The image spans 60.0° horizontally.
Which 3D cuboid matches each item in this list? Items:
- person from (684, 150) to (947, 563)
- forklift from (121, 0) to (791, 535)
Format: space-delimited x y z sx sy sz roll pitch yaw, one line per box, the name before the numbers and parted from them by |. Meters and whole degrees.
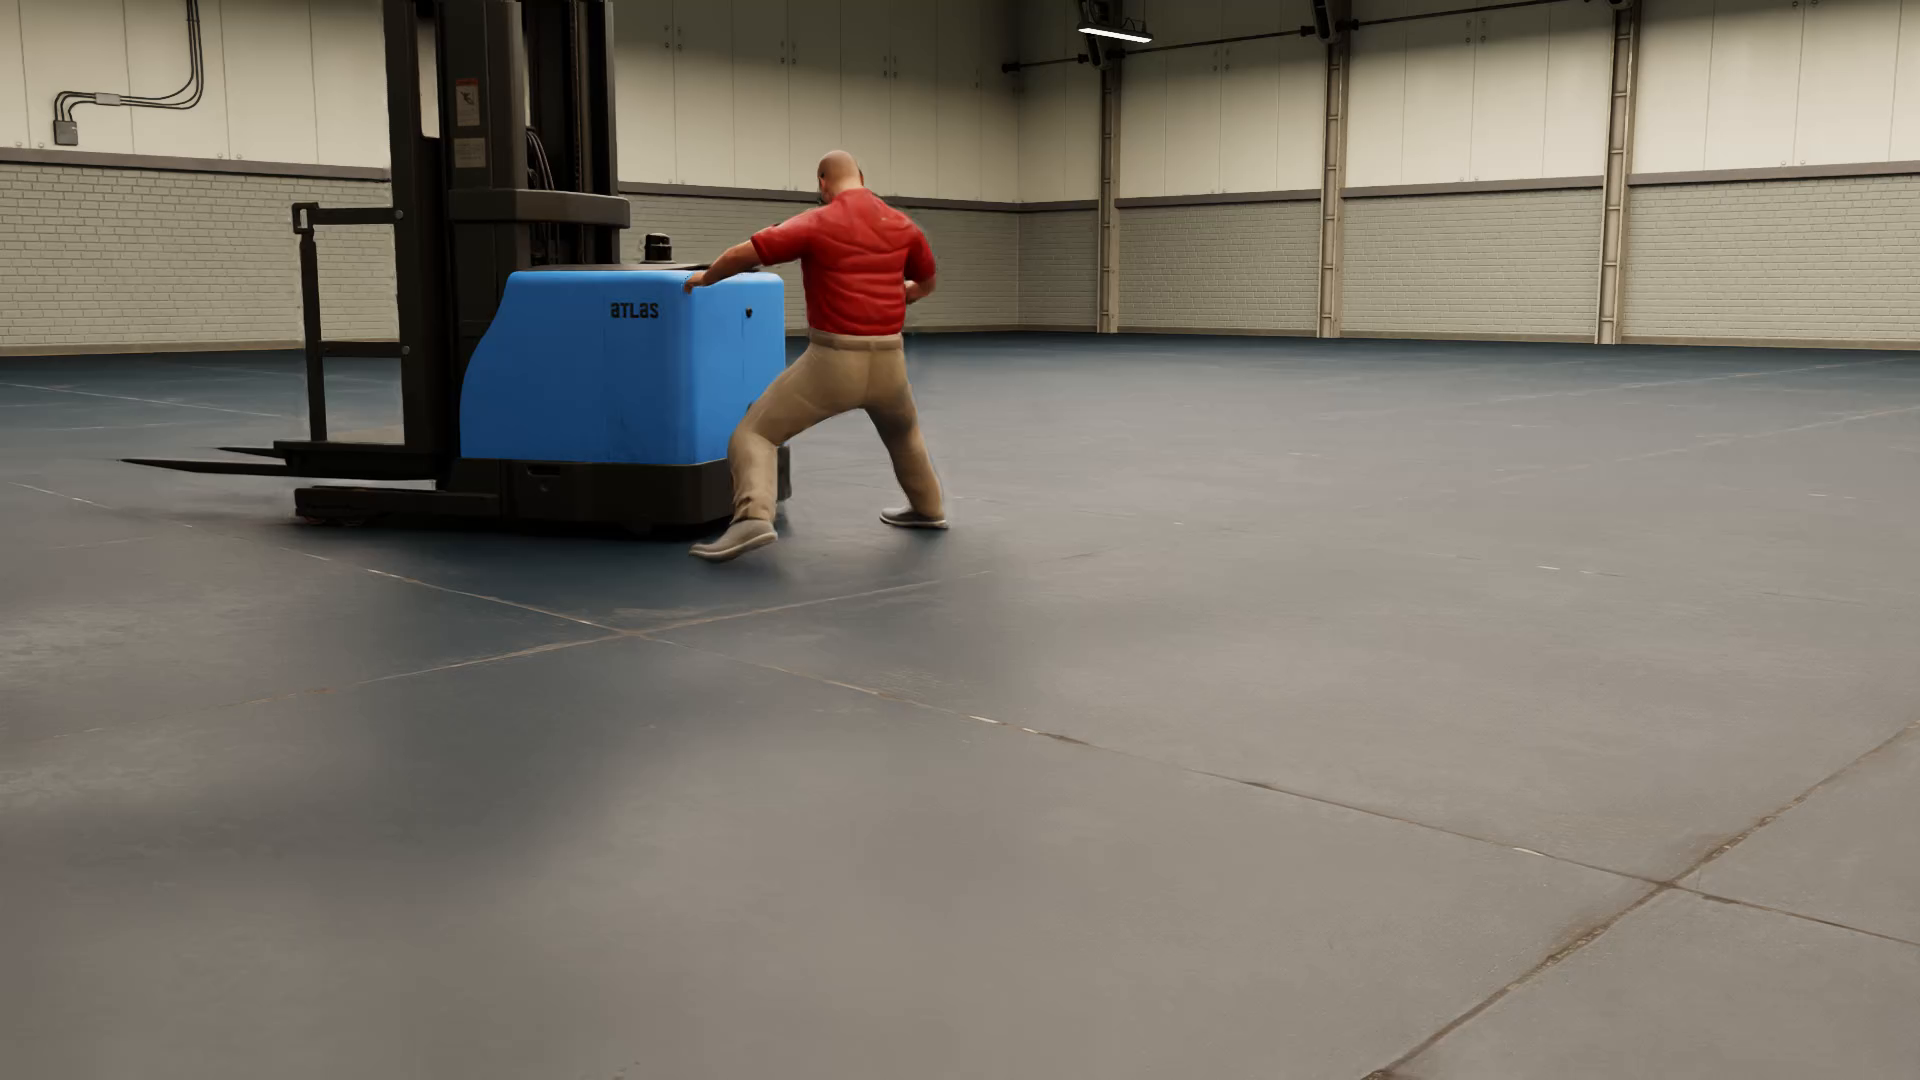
person | -0.547 -0.737 6.483 1.316 1.523 0.831 -5 10 -30
forklift | -2.340 -1.576 7.343 3.031 2.935 1.130 3 9 18
